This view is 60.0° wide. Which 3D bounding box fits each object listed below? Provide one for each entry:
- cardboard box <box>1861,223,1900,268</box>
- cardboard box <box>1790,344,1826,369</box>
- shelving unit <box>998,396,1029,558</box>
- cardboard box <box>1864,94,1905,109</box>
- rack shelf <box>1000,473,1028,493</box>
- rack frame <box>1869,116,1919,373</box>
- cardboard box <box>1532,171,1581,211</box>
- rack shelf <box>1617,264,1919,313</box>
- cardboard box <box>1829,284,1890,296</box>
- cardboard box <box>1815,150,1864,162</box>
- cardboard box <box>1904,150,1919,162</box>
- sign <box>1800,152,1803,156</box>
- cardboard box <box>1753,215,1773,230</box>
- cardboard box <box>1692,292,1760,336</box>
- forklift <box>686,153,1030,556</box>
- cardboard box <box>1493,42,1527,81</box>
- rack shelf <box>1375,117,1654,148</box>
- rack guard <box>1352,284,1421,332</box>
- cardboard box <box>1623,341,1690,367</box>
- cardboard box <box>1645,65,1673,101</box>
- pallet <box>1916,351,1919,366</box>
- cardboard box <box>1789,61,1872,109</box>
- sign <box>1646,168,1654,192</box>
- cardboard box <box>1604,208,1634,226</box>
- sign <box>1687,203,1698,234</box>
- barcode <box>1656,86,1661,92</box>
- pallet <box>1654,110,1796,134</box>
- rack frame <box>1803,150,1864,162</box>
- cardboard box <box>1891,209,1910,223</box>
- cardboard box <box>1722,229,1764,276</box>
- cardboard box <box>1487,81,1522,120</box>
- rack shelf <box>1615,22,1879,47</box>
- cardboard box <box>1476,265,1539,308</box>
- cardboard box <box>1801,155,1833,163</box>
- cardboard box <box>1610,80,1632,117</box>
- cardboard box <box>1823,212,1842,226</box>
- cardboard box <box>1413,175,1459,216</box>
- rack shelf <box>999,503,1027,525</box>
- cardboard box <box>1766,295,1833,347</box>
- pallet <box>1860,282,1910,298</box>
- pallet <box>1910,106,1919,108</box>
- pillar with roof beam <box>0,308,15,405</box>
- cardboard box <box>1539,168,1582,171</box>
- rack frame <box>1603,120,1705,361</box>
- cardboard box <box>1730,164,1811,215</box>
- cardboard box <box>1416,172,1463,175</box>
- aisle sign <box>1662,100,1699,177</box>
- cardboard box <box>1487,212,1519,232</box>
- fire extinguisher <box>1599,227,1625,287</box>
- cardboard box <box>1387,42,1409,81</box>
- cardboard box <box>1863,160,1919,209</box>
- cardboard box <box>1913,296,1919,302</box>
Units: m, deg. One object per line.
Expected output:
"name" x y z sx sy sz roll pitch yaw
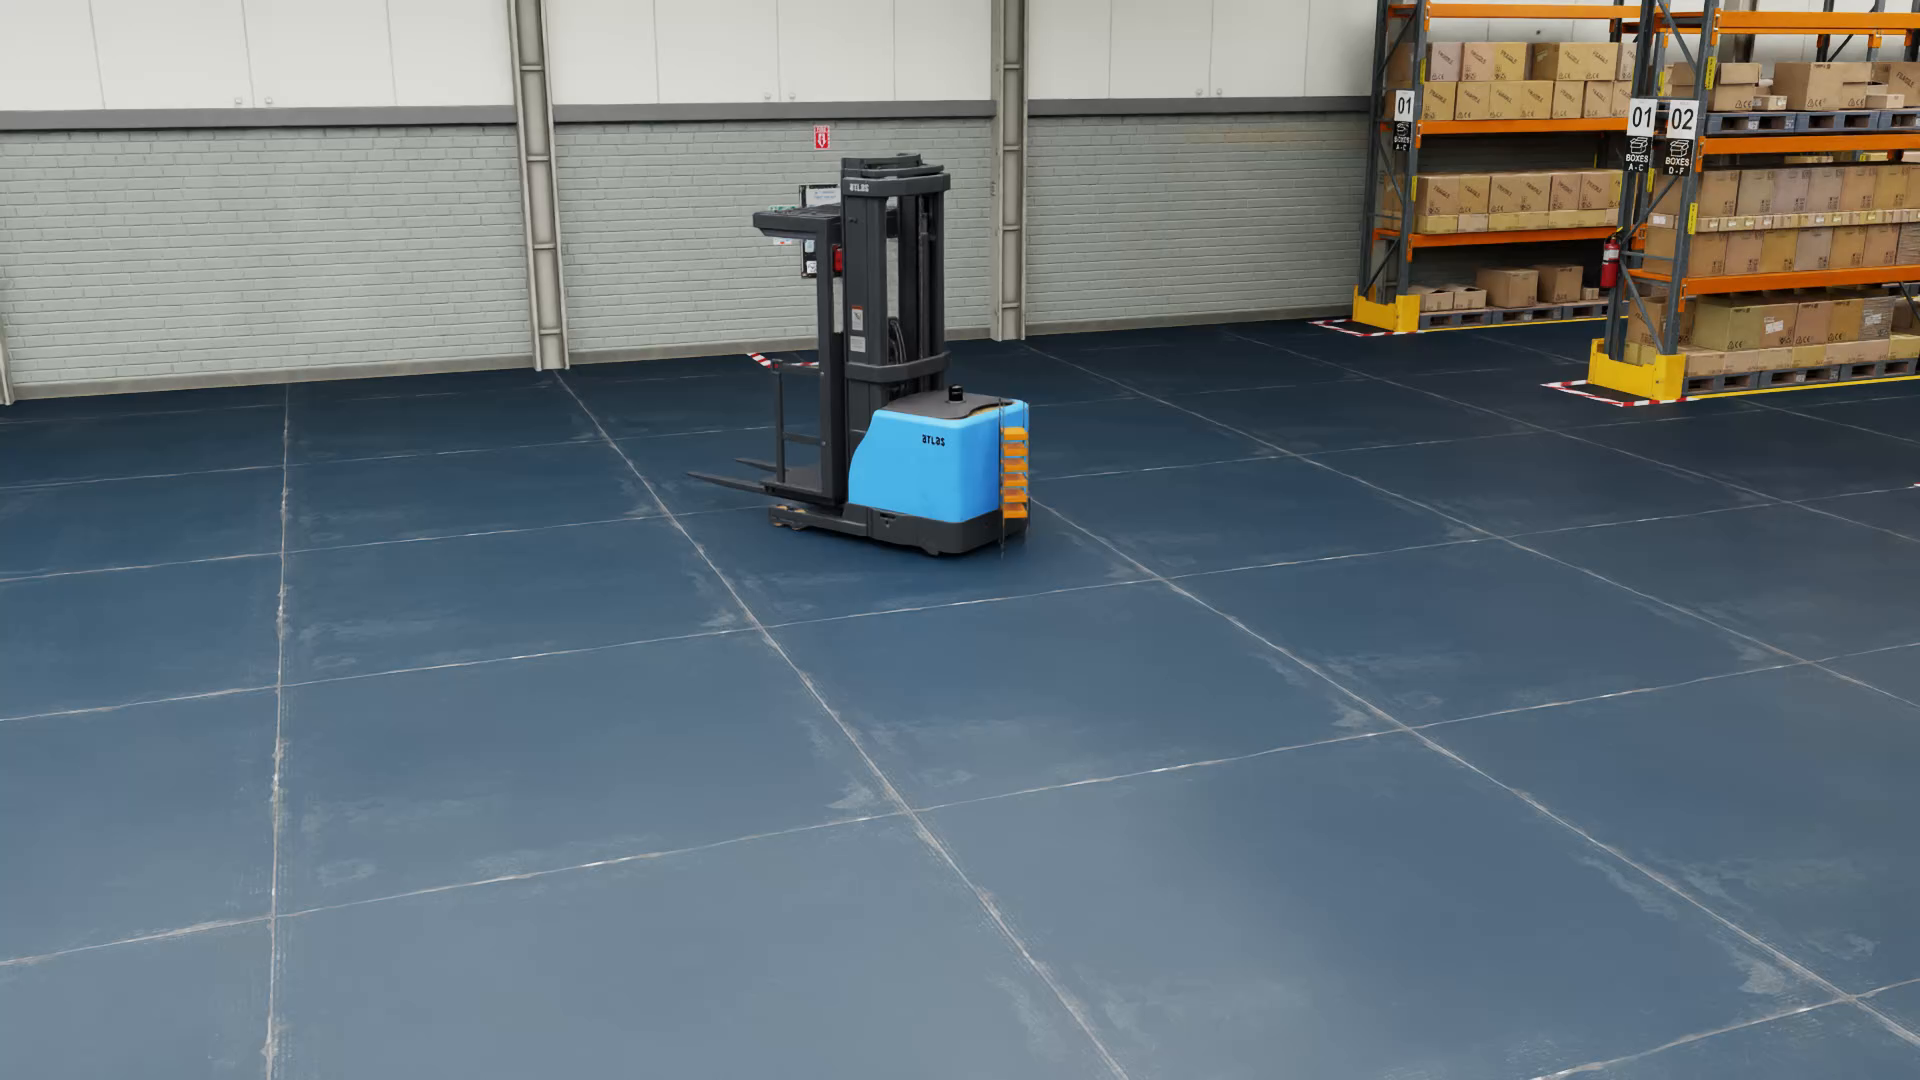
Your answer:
"cardboard box" 10.501 -3.493 19.493 0.500 0.500 0.700 -6 18 -21
"cardboard box" 9.650 -2.172 19.305 0.500 0.250 0.500 -6 17 -20
"shelving unit" 0.403 -0.475 12.586 0.189 1.200 0.258 -2 16 -7
"cardboard box" 10.375 -4.940 18.726 0.250 0.149 0.380 -6 17 -20
"rack shelf" 0.403 -0.432 12.598 0.180 0.103 0.258 -2 16 -7
"rack frame" 11.404 -3.547 19.852 0.127 3.000 1.000 -6 17 -20
"cardboard box" 8.359 -4.918 23.422 0.500 0.500 0.500 -7 18 -22
"rack shelf" 9.536 -3.000 19.266 4.000 0.370 1.077 -6 17 -20
"cardboard box" 10.858 -2.824 20.195 0.500 0.500 0.500 -6 17 -20
"cardboard box" 13.693 -5.927 25.885 0.500 0.250 0.500 -6 17 -19
"cardboard box" 14.846 -5.897 25.783 0.500 0.250 0.500 -6 17 -20
"sign" 13.161 -5.954 25.995 0.005 0.325 0.100 -6 17 -20
"cardboard box" 8.827 -3.562 18.577 0.250 0.149 0.380 -6 18 -21
"cardboard box" 8.991 -2.622 19.508 0.500 0.500 0.500 -6 17 -20
"forklift" -0.935 -1.593 13.323 3.031 2.935 1.130 12 20 34
"cardboard box" 7.300 -6.490 22.562 0.500 0.500 0.500 -6 17 -19
"rack shelf" 7.760 -5.742 23.281 4.000 0.370 1.077 -6 17 -20
"rack guard" 5.963 -3.254 23.294 0.348 0.500 1.175 -6 17 -20
"cardboard box" 8.063 -2.157 19.255 0.500 0.250 0.500 -6 17 -20
"cardboard box" 10.167 -6.572 23.909 0.500 0.500 0.500 -4 17 -12
"pallet" 12.078 -2.293 20.532 1.213 0.211 1.003 -6 17 -20
"cardboard box" 9.821 -5.171 18.883 0.637 0.503 0.797 -4 17 -14
"sign" 9.829 -5.123 23.683 0.005 0.325 0.100 -6 17 -20
"cardboard box" 9.294 -4.660 23.873 0.500 0.250 0.500 -6 17 -20
"sign" 7.861 -3.450 17.846 0.005 0.325 0.100 -6 17 -20
"barcode" 7.778 -5.018 18.510 0.075 0.075 0.001 -6 17 -20
"pallet" 8.338 -4.605 18.288 1.213 0.211 1.003 -6 17 -20
"rack frame" 13.363 -5.253 25.662 0.127 3.000 1.000 -6 17 -20
"cardboard box" 10.751 -3.770 19.285 0.250 0.149 0.380 -7 18 -22
"cardboard box" 8.598 -3.289 18.798 0.500 0.500 0.700 -6 17 -19
"cardboard box" 7.292 -6.009 22.701 0.500 0.500 0.500 -5 17 -18
"rack shelf" 11.495 -7.392 24.288 4.000 0.370 1.077 -6 17 -20
"cardboard box" 7.806 -3.622 23.765 0.500 0.500 0.700 -7 18 -24
"cardboard box" 13.051 -5.780 25.349 0.250 0.149 0.380 -9 18 -27
"cardboard box" 9.242 -6.230 23.453 0.500 0.500 0.500 -6 17 -19
"cardboard box" 9.793 -3.667 18.932 0.250 0.149 0.380 -6 17 -18
"cardboard box" 6.446 -4.713 22.722 0.500 0.500 0.500 -6 17 -20
"rack shelf" 0.403 -0.202 12.666 0.180 0.103 0.258 -2 16 -7
"cardboard box" 9.650 -2.531 19.198 0.500 0.500 0.500 -6 17 -20
"pallet" 14.126 -3.974 26.258 1.213 0.211 1.003 -6 17 -20
"pallet" 13.945 -6.680 25.534 1.003 0.211 1.213 -5 17 -18
"pillar with roof beam" -9.031 -4.675 13.048 0.400 9.000 9.100 -6 17 -20
"cardboard box" 8.629 -5.103 24.053 0.500 0.500 0.500 -6 17 -20
"rack frame" 7.668 -3.143 18.478 0.127 3.000 1.000 -6 17 -20
"cardboard box" 9.118 -3.968 18.808 0.500 0.500 0.700 -6 17 -20
"cardboard box" 6.730 -4.895 23.344 0.500 0.500 0.500 -6 17 -19
"aisle sign" 7.717 -4.303 17.815 0.004 0.787 0.394 -6 17 -20
"cardboard box" 7.419 -4.455 23.177 0.500 0.250 0.500 -6 18 -21
"fire extinguisher" 7.392 -3.216 18.865 0.183 0.674 0.296 -6 17 -20
"cardboard box" 6.201 -6.535 22.717 0.500 0.500 0.500 -5 17 -18
"cardboard box" 10.991 -4.171 19.497 0.500 0.500 0.700 -6 17 -20
"cardboard box" 12.163 -2.868 20.681 0.500 0.311 0.500 -6 17 -19
